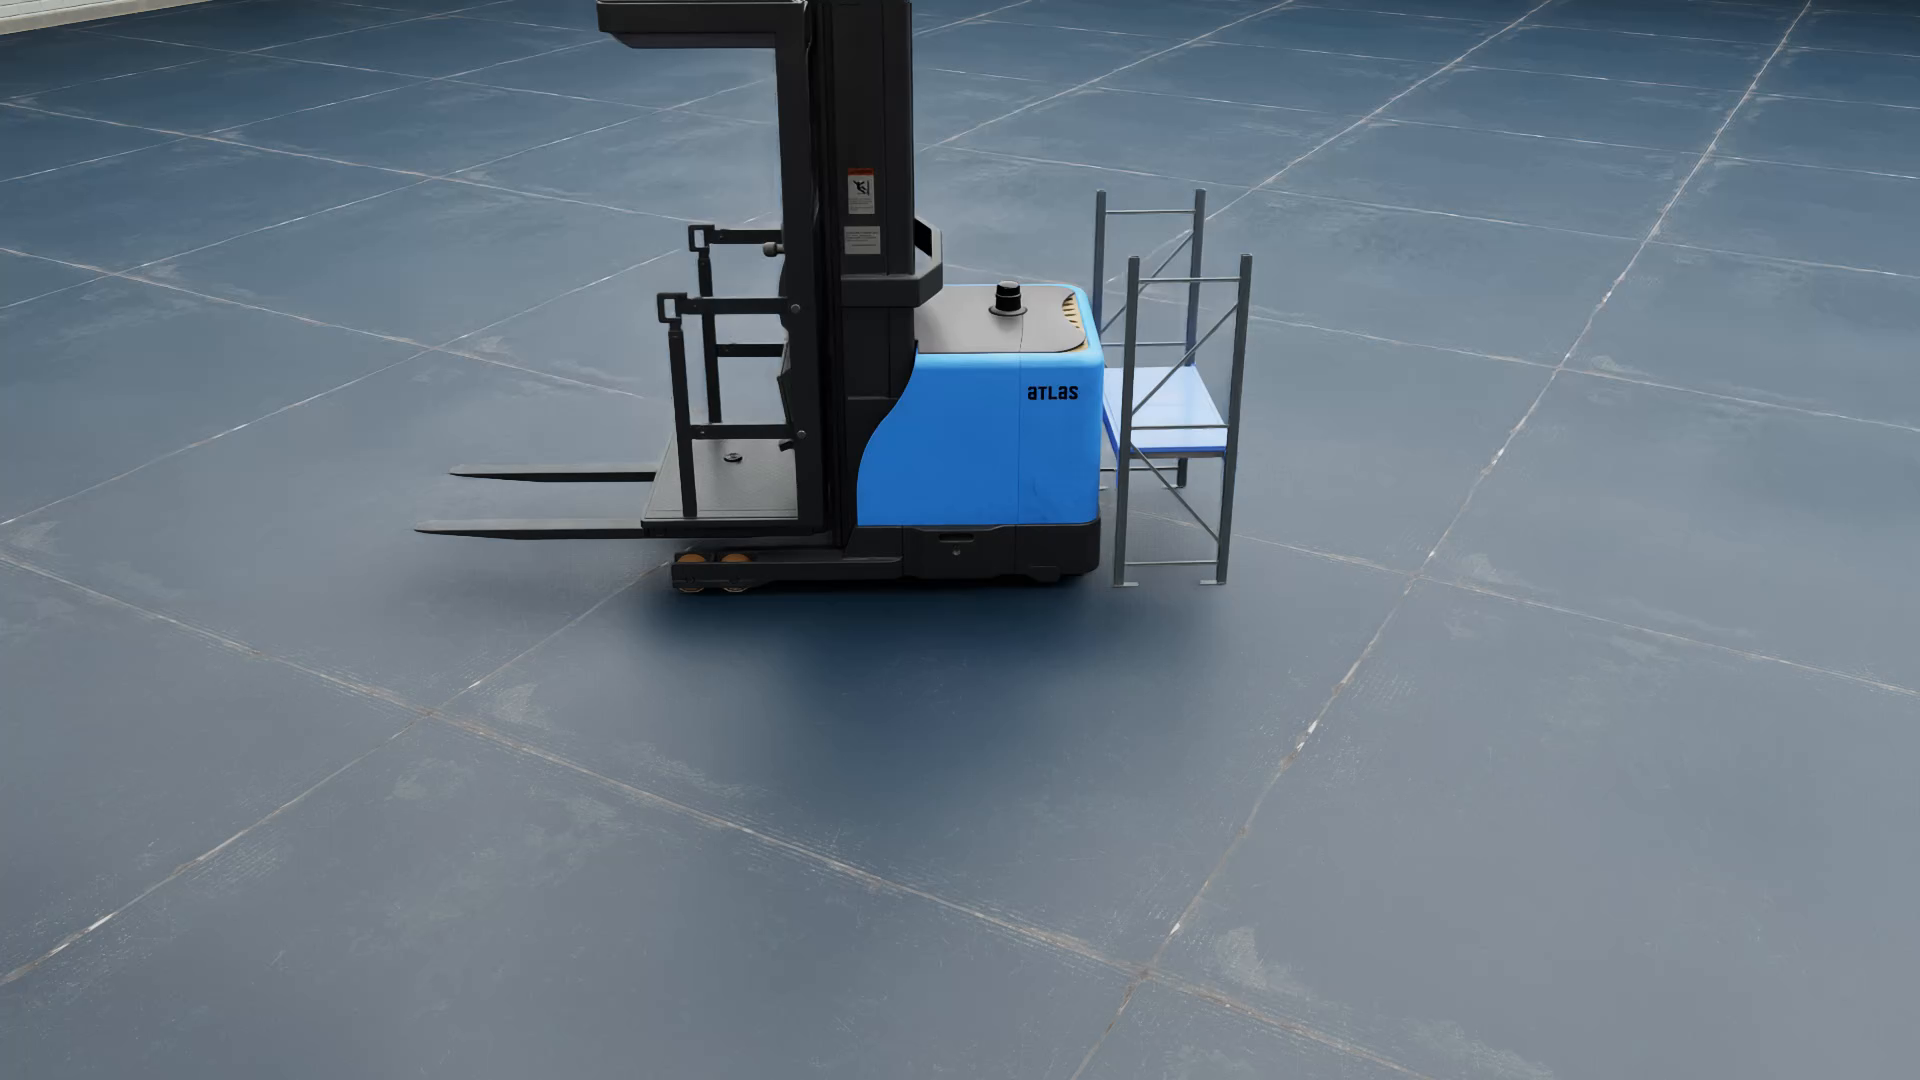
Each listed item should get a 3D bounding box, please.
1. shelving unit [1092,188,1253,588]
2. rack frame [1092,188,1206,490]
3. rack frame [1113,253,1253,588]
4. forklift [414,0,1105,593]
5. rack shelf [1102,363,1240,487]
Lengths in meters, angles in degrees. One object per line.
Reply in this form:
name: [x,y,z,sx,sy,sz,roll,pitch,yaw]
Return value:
shelving unit: [0.900,-0.700,7.474,0.538,1.500,1.048,-1,27,-3]
rack frame: [0.872,-0.928,7.928,0.500,1.500,0.032,-1,27,-3]
rack frame: [0.927,-0.473,7.020,0.500,1.500,0.032,-1,27,-3]
forklift: [-0.906,-1.319,7.110,3.031,2.935,1.130,-1,27,-1]
rack shelf: [0.900,-0.540,7.554,0.538,0.185,1.000,-1,27,-3]
